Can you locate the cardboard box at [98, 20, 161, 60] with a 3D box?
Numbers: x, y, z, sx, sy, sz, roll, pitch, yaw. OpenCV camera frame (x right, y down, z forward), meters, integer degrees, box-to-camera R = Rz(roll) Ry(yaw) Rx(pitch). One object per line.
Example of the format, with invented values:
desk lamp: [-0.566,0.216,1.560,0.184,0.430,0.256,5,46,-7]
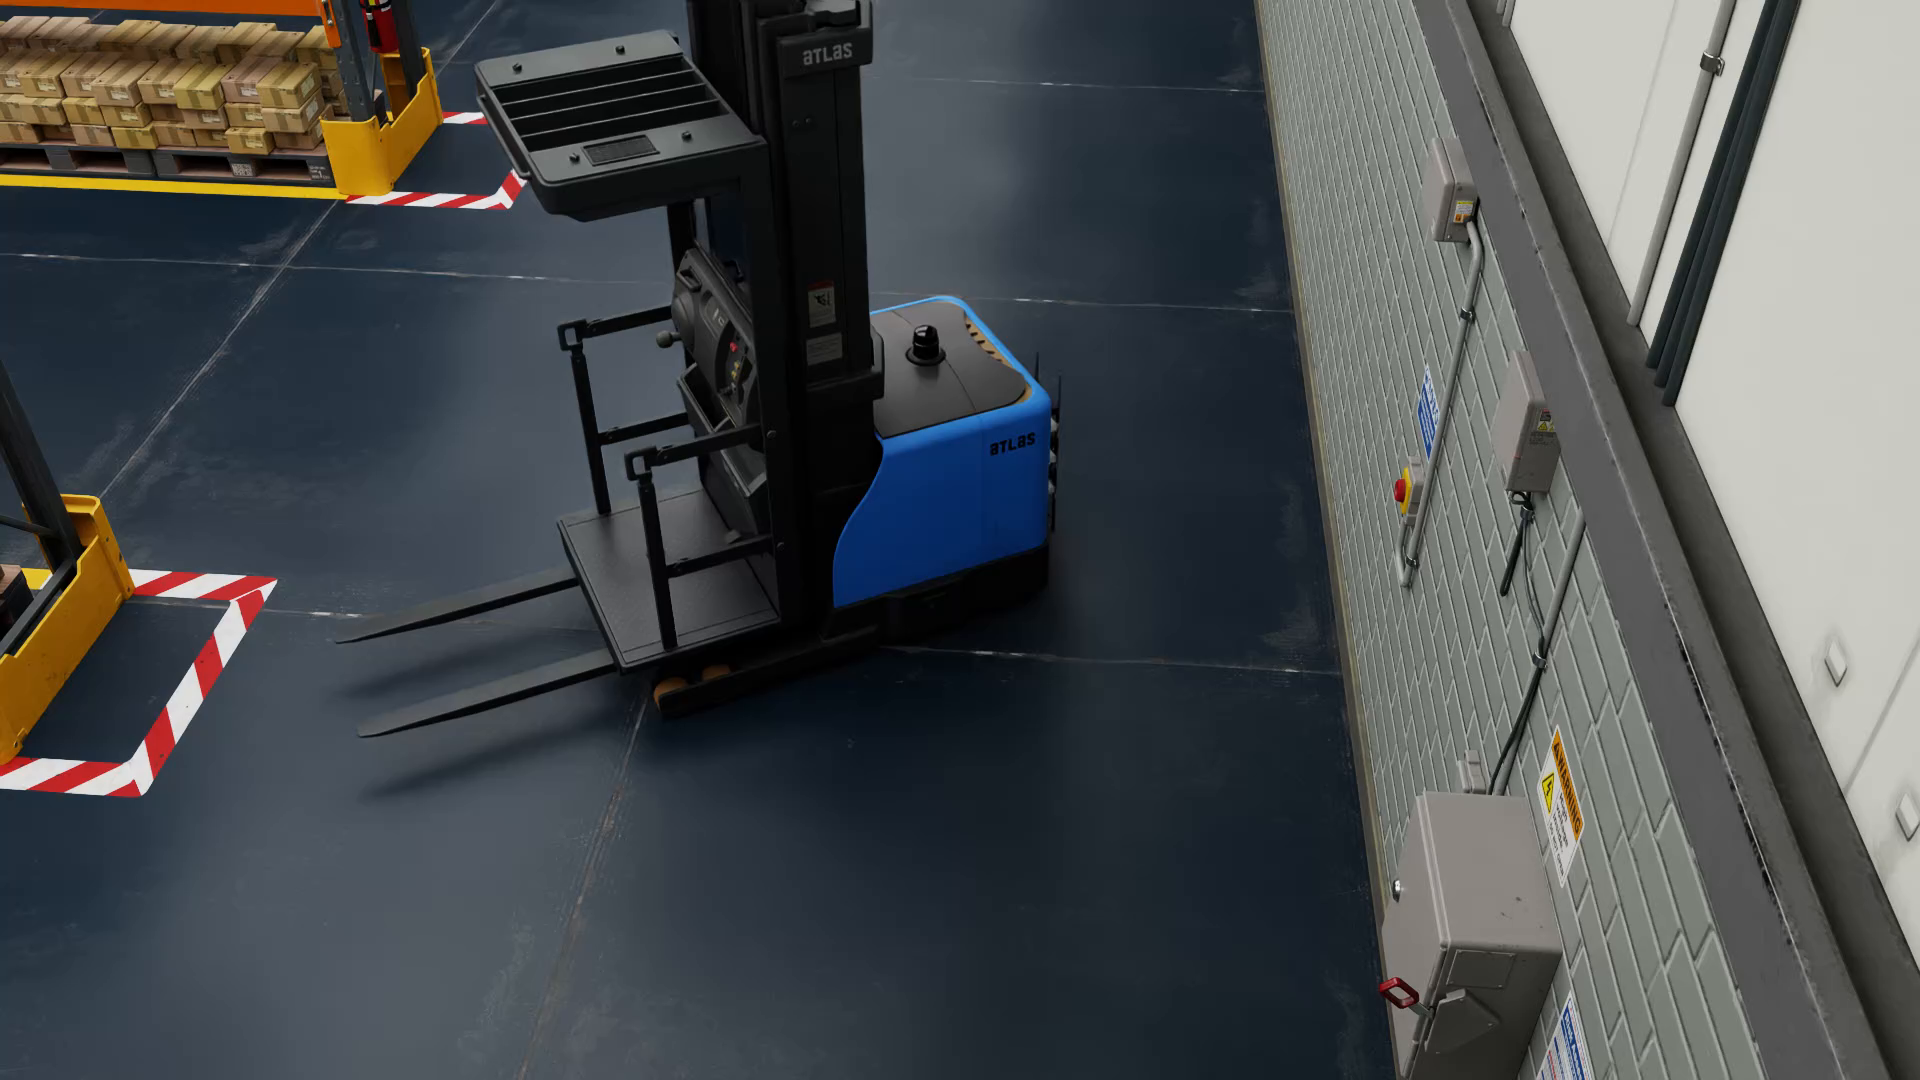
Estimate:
cardboard box: [-5.509,-3.318,11.075,0.250,0.149,0.380,4,39,5]

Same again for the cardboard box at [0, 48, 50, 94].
cardboard box: [-6.050,-3.022,10.711,0.250,0.149,0.380,2,39,2]

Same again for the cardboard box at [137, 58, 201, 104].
cardboard box: [-5.019,-2.924,10.591,0.250,0.149,0.380,2,39,2]

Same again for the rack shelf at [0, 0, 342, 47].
rack shelf: [-5.696,-3.558,10.486,4.000,0.370,1.077,3,39,4]

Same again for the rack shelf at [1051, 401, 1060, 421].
rack shelf: [0.306,-0.614,7.587,0.200,0.077,0.258,-16,42,-19]

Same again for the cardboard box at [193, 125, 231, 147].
cardboard box: [-4.766,-2.702,10.790,0.250,0.149,0.380,3,39,4]

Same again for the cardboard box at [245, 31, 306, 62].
cardboard box: [-4.481,-3.198,10.928,0.250,0.149,0.380,4,39,5]

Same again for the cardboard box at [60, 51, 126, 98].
cardboard box: [-5.545,-2.987,10.669,0.250,0.149,0.380,2,39,2]

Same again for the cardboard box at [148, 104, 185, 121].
cardboard box: [-5.030,-2.857,10.744,0.250,0.149,0.380,3,39,3]

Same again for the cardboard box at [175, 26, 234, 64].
cardboard box: [-4.975,-3.254,10.996,0.250,0.149,0.380,1,39,2]

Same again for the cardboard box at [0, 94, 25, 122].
cardboard box: [-6.062,-2.850,10.736,0.250,0.149,0.380,3,39,3]

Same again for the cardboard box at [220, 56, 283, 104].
cardboard box: [-4.498,-2.936,10.605,0.250,0.149,0.380,4,39,5]

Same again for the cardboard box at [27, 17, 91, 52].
cardboard box: [-6.006,-3.354,11.119,0.250,0.149,0.380,2,39,2]

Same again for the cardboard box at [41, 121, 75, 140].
cardboard box: [-5.789,-2.770,10.873,0.250,0.149,0.380,4,39,5]

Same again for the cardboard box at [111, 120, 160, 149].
cardboard box: [-5.273,-2.682,10.765,0.250,0.149,0.380,1,39,2]

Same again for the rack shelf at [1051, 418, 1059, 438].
rack shelf: [0.306,-0.544,7.643,0.200,0.077,0.258,-16,42,-19]

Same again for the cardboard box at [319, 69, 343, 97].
cardboard box: [-4.203,-3.091,11.032,0.250,0.149,0.380,5,39,6]

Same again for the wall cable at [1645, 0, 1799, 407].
wall cable: [1.316,-0.595,1.494,0.133,3.039,2.988,3,39,4]

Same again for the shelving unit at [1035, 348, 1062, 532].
shelving unit: [0.306,-0.430,7.736,0.210,0.900,0.258,-16,42,-19]

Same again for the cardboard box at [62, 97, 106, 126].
cardboard box: [-5.542,-2.823,10.703,0.250,0.149,0.380,5,39,6]

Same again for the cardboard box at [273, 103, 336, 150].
cardboard box: [-4.246,-2.683,10.766,0.250,0.149,0.380,4,39,5]

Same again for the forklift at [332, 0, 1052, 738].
forklift: [-1.158,-0.776,6.552,3.031,2.935,1.130,-16,42,-19]

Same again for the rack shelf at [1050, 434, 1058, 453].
rack shelf: [0.306,-0.474,7.700,0.200,0.077,0.258,-16,42,-19]

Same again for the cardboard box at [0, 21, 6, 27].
cardboard box: [-6.553,-3.317,11.074,0.250,0.149,0.380,4,39,5]

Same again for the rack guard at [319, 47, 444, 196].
rack guard: [-3.779,-2.763,10.919,0.348,0.500,1.175,3,39,4]

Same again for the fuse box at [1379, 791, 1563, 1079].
fuse box: [1.264,1.496,4.727,0.414,1.711,0.539,3,39,4]

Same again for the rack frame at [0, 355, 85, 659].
rack frame: [-4.030,-0.610,6.293,0.127,3.000,1.000,3,39,4]

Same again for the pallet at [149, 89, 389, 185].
pallet: [-4.585,-2.718,11.092,1.213,0.211,1.003,3,39,4]

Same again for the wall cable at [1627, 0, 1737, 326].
wall cable: [1.594,-2.331,3.656,0.029,3.000,2.355,3,39,4]

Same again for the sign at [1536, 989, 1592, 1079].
sign: [1.427,1.355,3.955,0.001,0.494,0.329,3,39,4]

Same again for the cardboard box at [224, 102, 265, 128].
cardboard box: [-4.509,-2.798,10.672,0.250,0.149,0.380,2,39,3]

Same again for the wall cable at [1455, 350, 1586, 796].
wall cable: [1.479,0.181,4.517,0.122,1.984,0.588,3,39,4]

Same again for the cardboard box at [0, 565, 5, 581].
cardboard box: [-4.696,0.248,6.937,0.875,0.438,0.875,2,39,2]
